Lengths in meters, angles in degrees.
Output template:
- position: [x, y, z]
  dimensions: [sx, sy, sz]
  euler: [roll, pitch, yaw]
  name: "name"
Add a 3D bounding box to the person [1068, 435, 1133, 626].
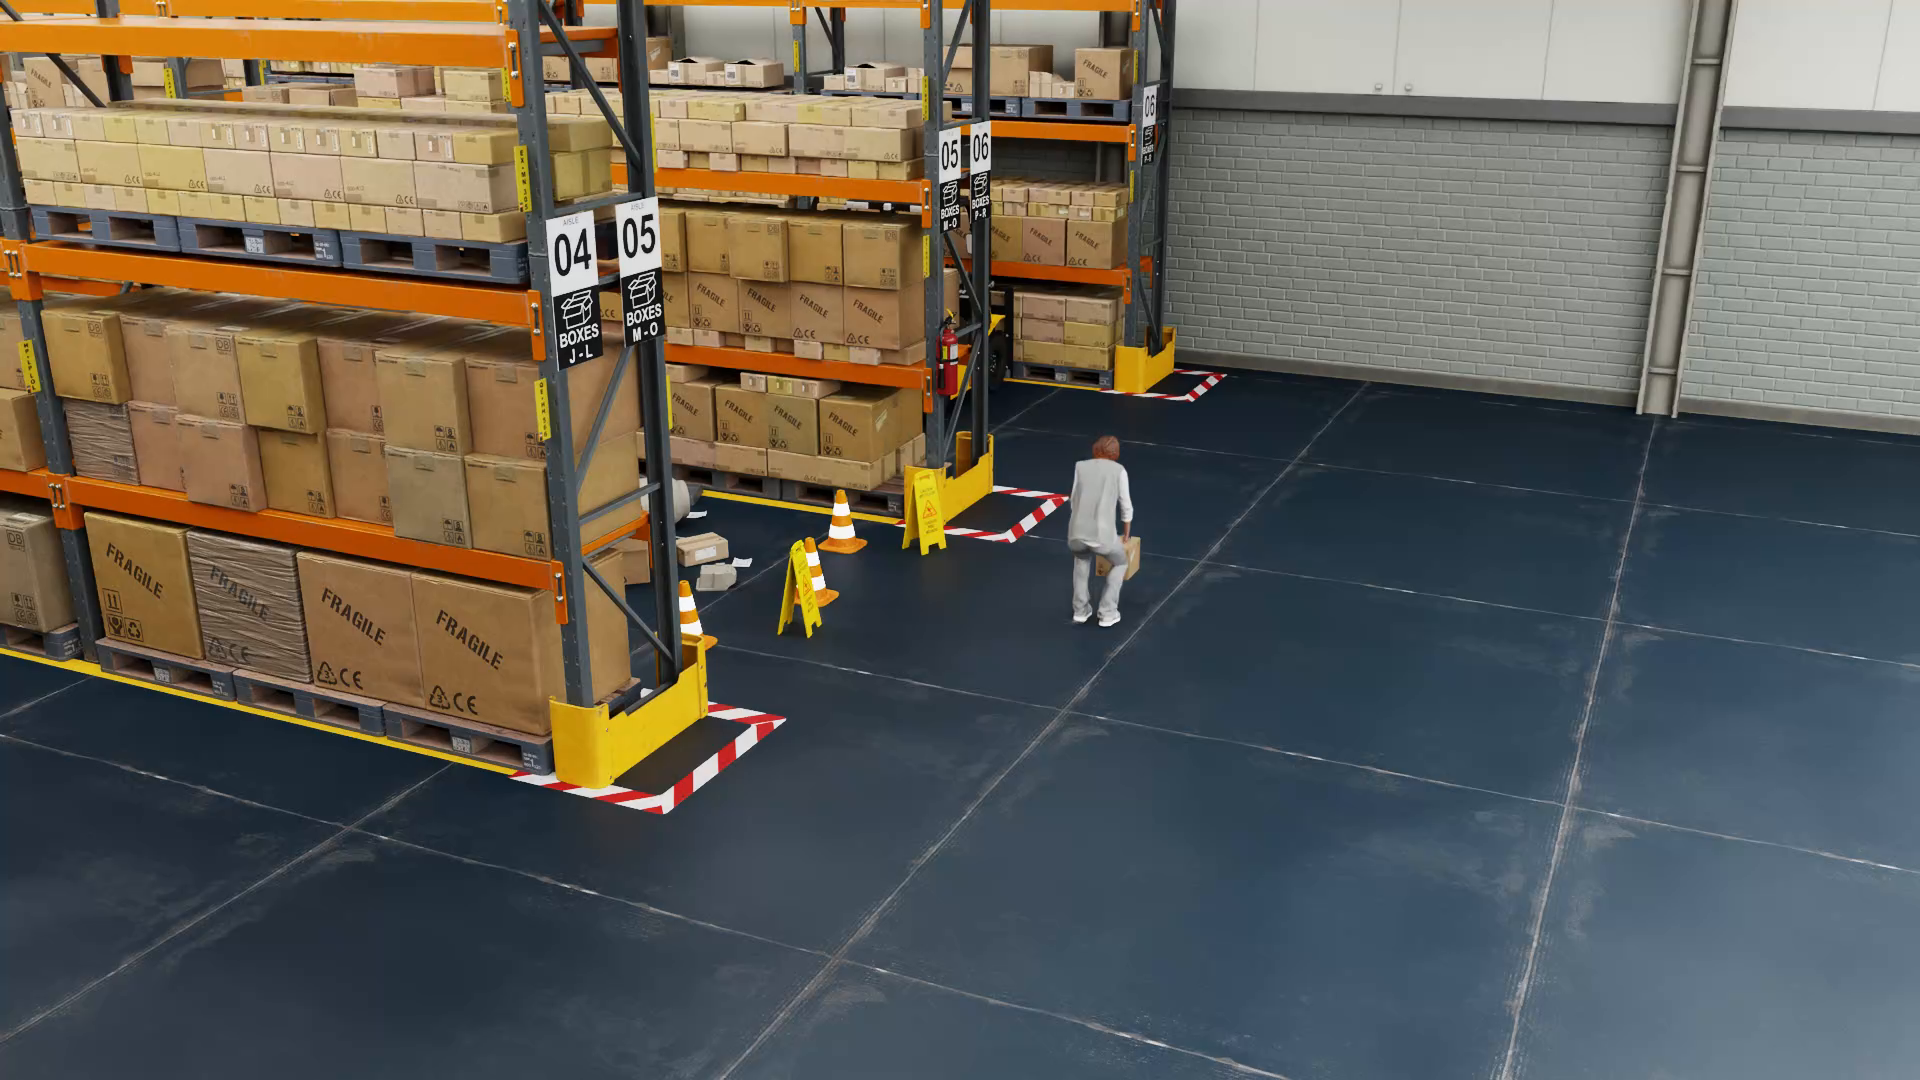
- position: [0.953, -0.045, 11.702]
  dimensions: [0.463, 1.279, 0.654]
  euler: [9, 21, 23]
  name: "person"
